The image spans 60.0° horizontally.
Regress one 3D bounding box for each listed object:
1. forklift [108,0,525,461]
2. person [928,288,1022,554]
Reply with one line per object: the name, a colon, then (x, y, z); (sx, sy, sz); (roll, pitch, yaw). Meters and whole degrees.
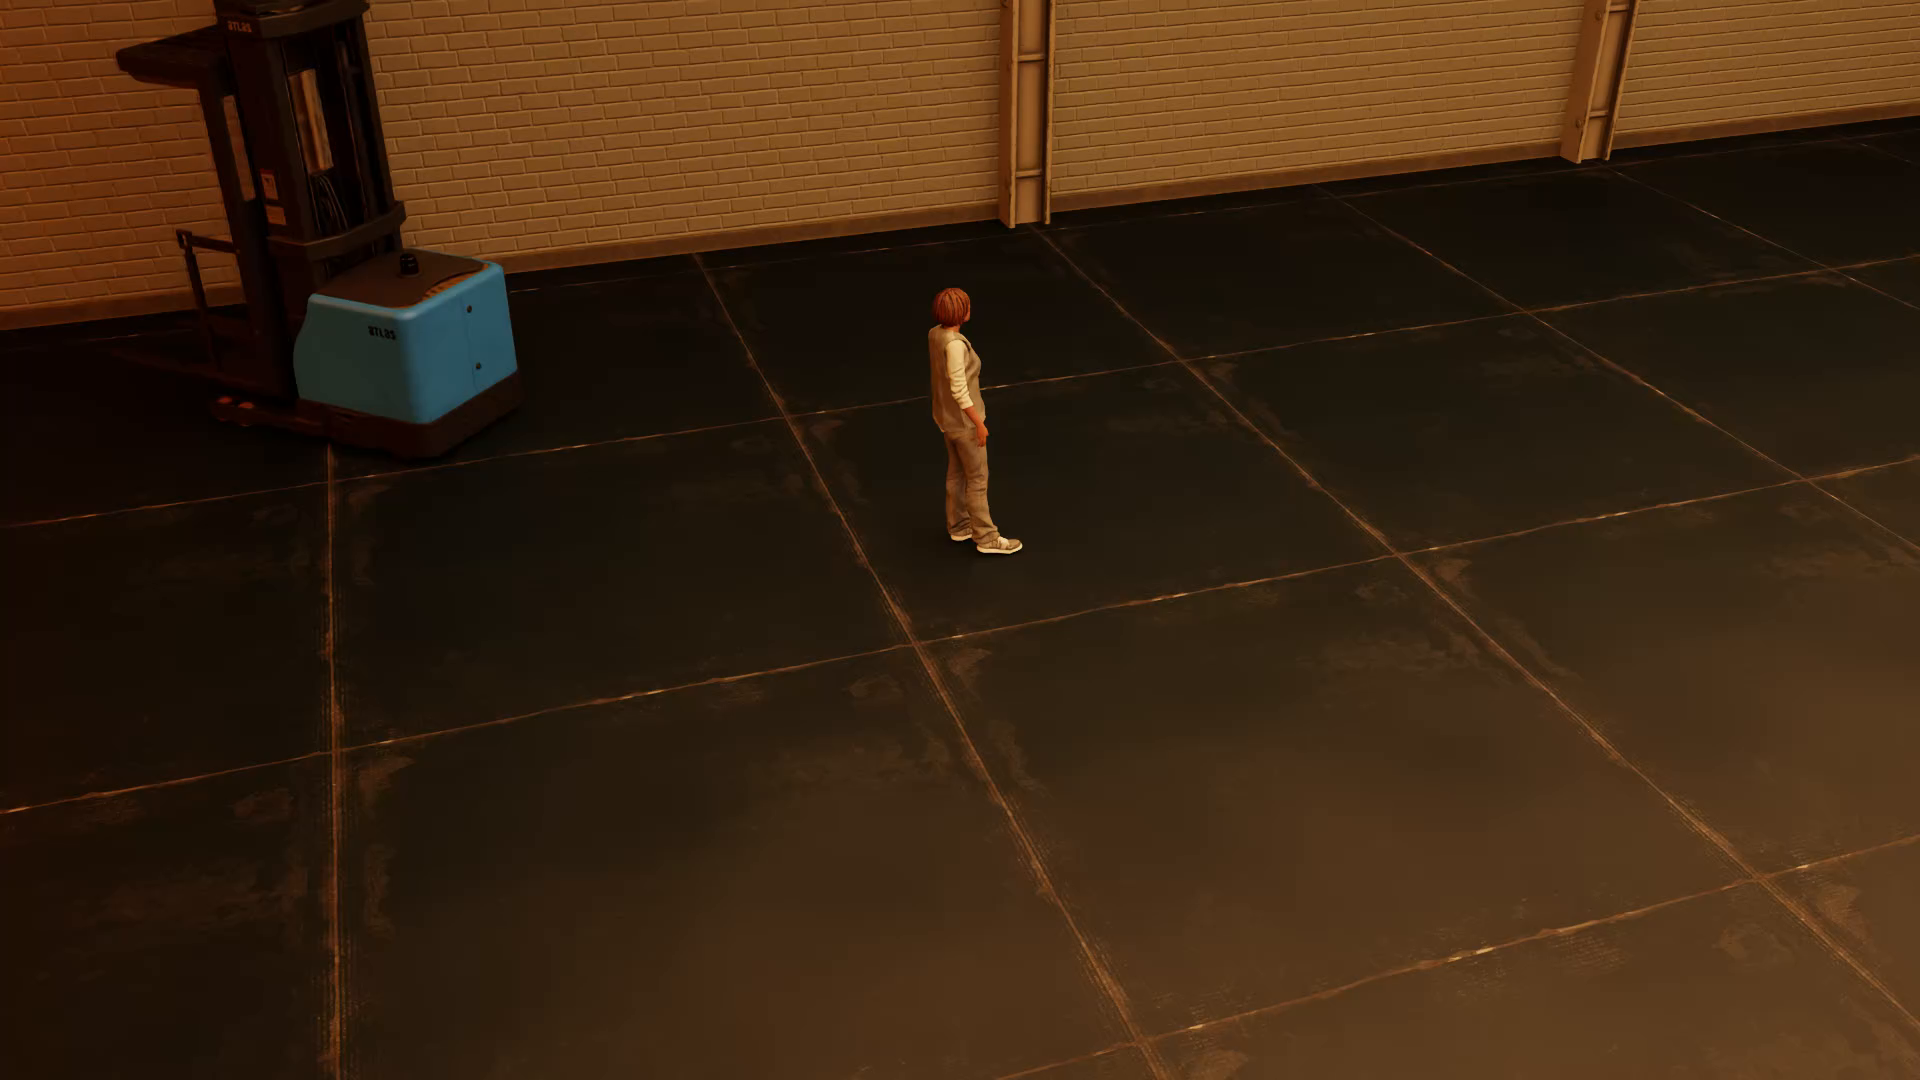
forklift: (-4.592, -2.269, 11.031); (3.031, 2.935, 1.130); (13, 32, 21)
person: (0.074, -0.703, 9.632); (0.475, 1.597, 0.520); (-10, 31, -16)
